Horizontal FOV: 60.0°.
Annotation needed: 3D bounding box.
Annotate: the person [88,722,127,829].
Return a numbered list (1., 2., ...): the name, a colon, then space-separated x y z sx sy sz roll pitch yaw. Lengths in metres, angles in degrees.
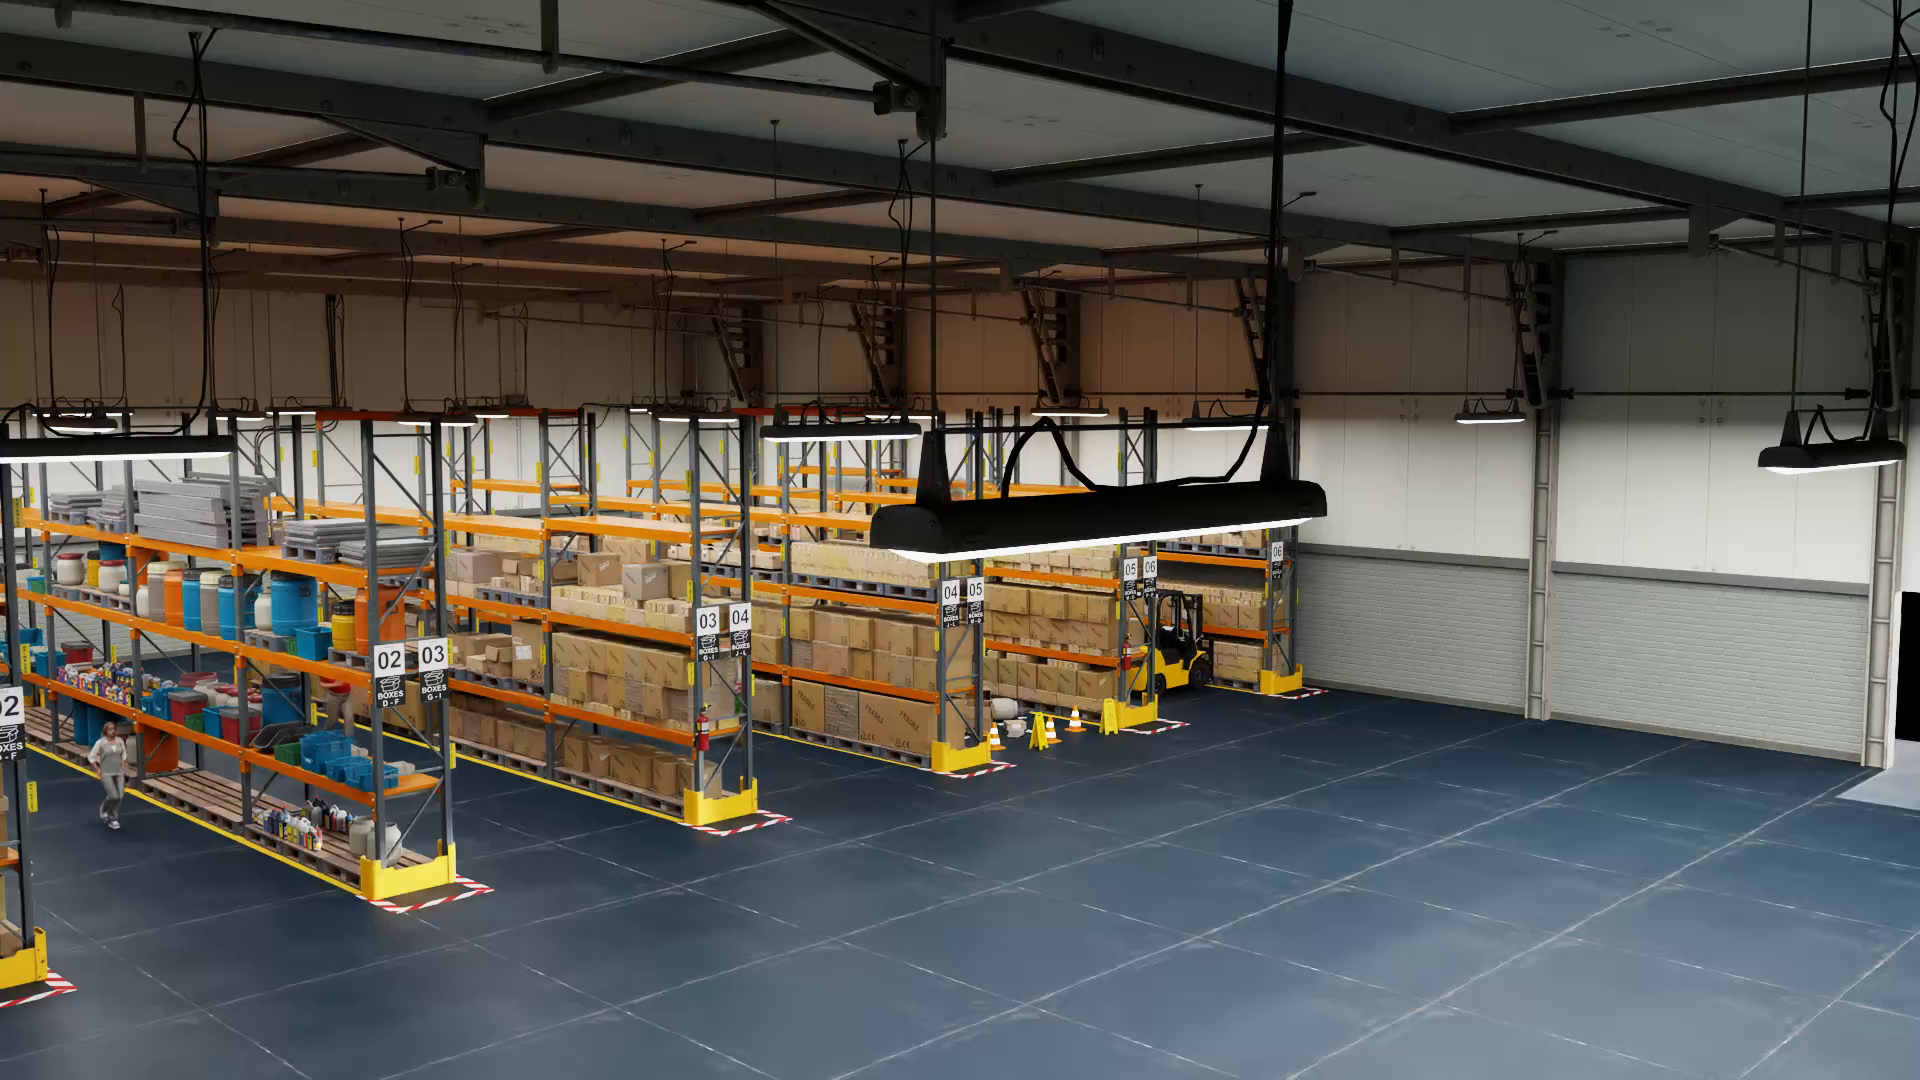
1. person: -12.294 3.420 24.112 0.493 1.559 0.503 4 7 41

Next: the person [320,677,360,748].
1. person: -10.983 2.833 29.415 0.957 1.719 0.658 4 7 40

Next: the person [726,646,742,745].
1. person: -4.091 2.767 30.031 0.872 1.777 0.673 4 7 41
